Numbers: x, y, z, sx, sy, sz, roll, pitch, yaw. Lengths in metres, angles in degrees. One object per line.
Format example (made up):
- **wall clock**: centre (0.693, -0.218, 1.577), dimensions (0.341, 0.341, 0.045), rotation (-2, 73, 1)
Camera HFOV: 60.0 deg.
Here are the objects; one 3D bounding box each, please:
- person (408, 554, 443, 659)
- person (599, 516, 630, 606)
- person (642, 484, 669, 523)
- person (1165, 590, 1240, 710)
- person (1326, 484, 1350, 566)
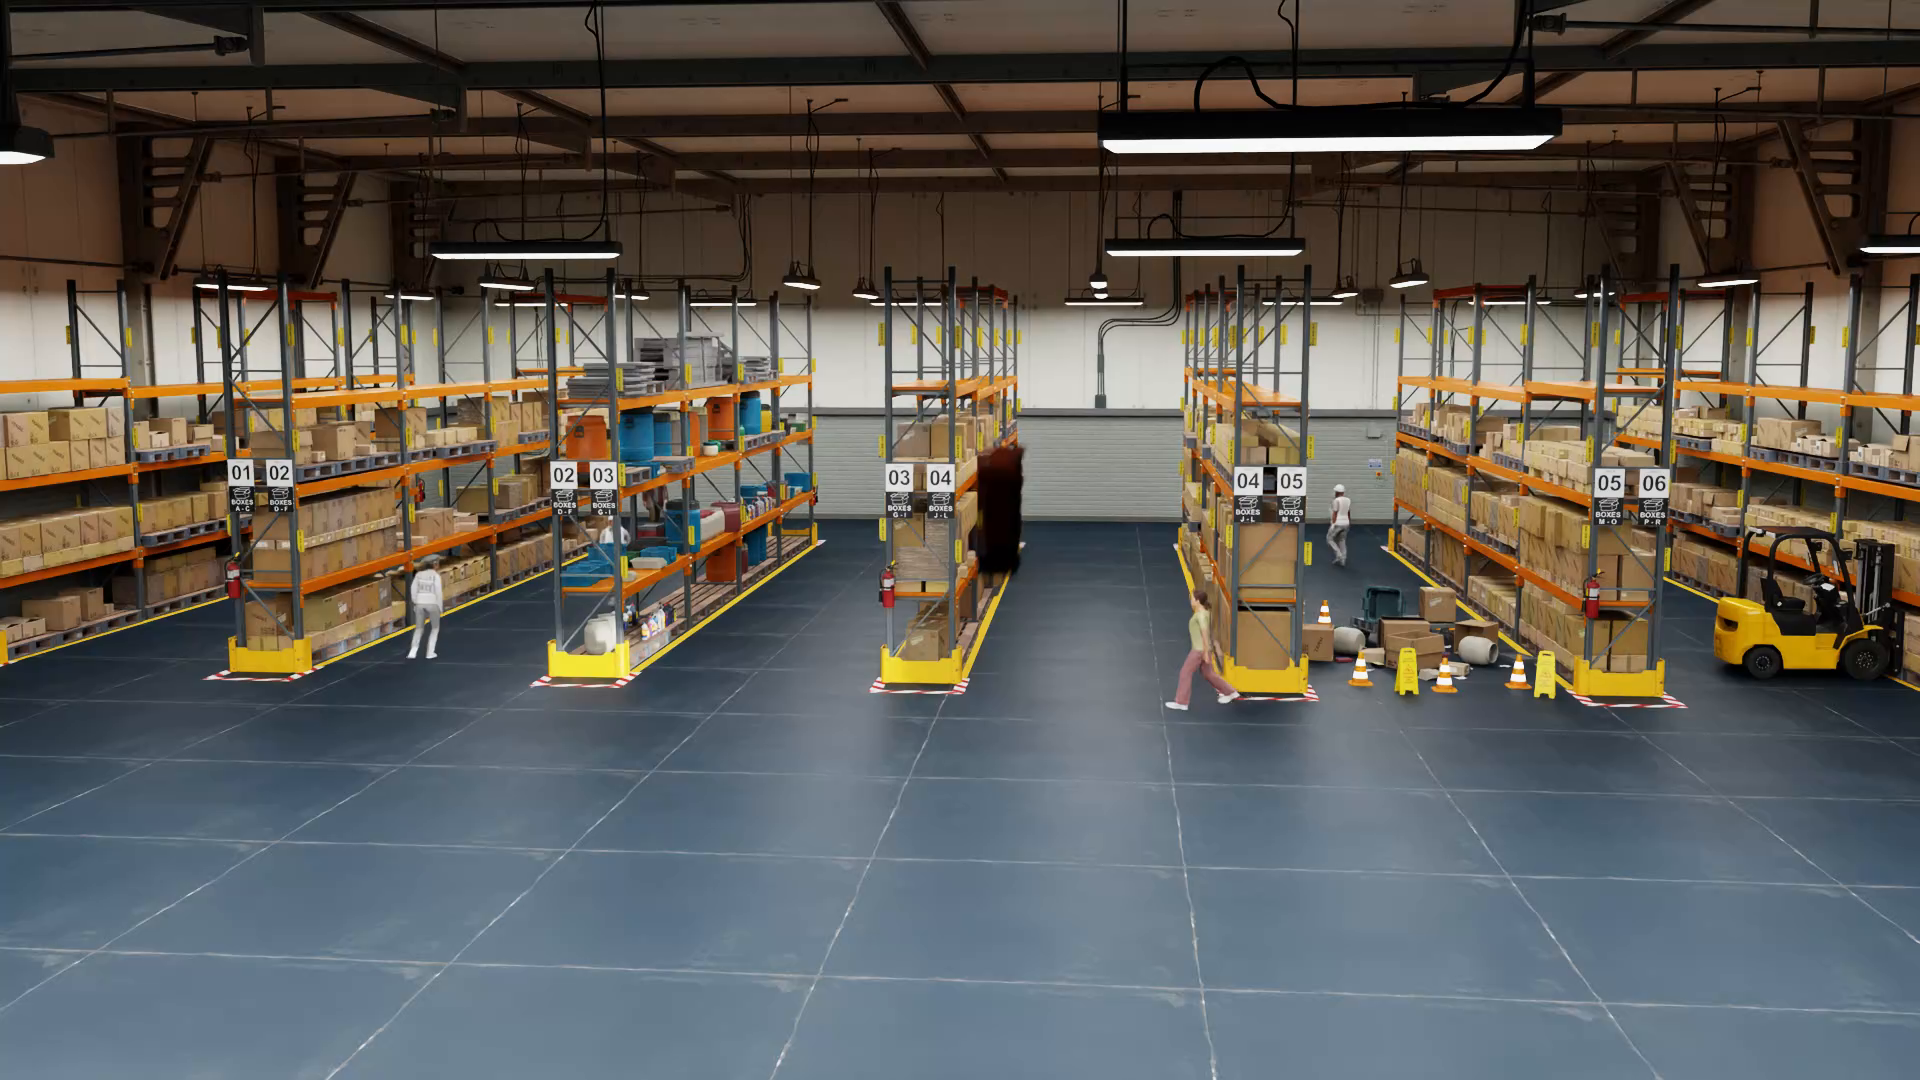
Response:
- **person**: centre (-8.362, 1.058, 25.980), dimensions (0.571, 1.613, 0.655), rotation (1, 7, 5)
- **person**: centre (-6.522, 0.336, 31.282), dimensions (0.525, 1.713, 1.069), rotation (1, 7, 8)
- **person**: centre (-7.733, -1.011, 42.222), dimensions (0.624, 1.707, 1.164), rotation (-3, 7, -22)
- **person**: centre (3.276, 1.479, 22.355), dimensions (1.002, 1.625, 0.448), rotation (1, 7, 5)
- **person**: centre (8.379, -0.325, 36.606), dimensions (0.609, 1.785, 0.467), rotation (-5, 9, -38)
